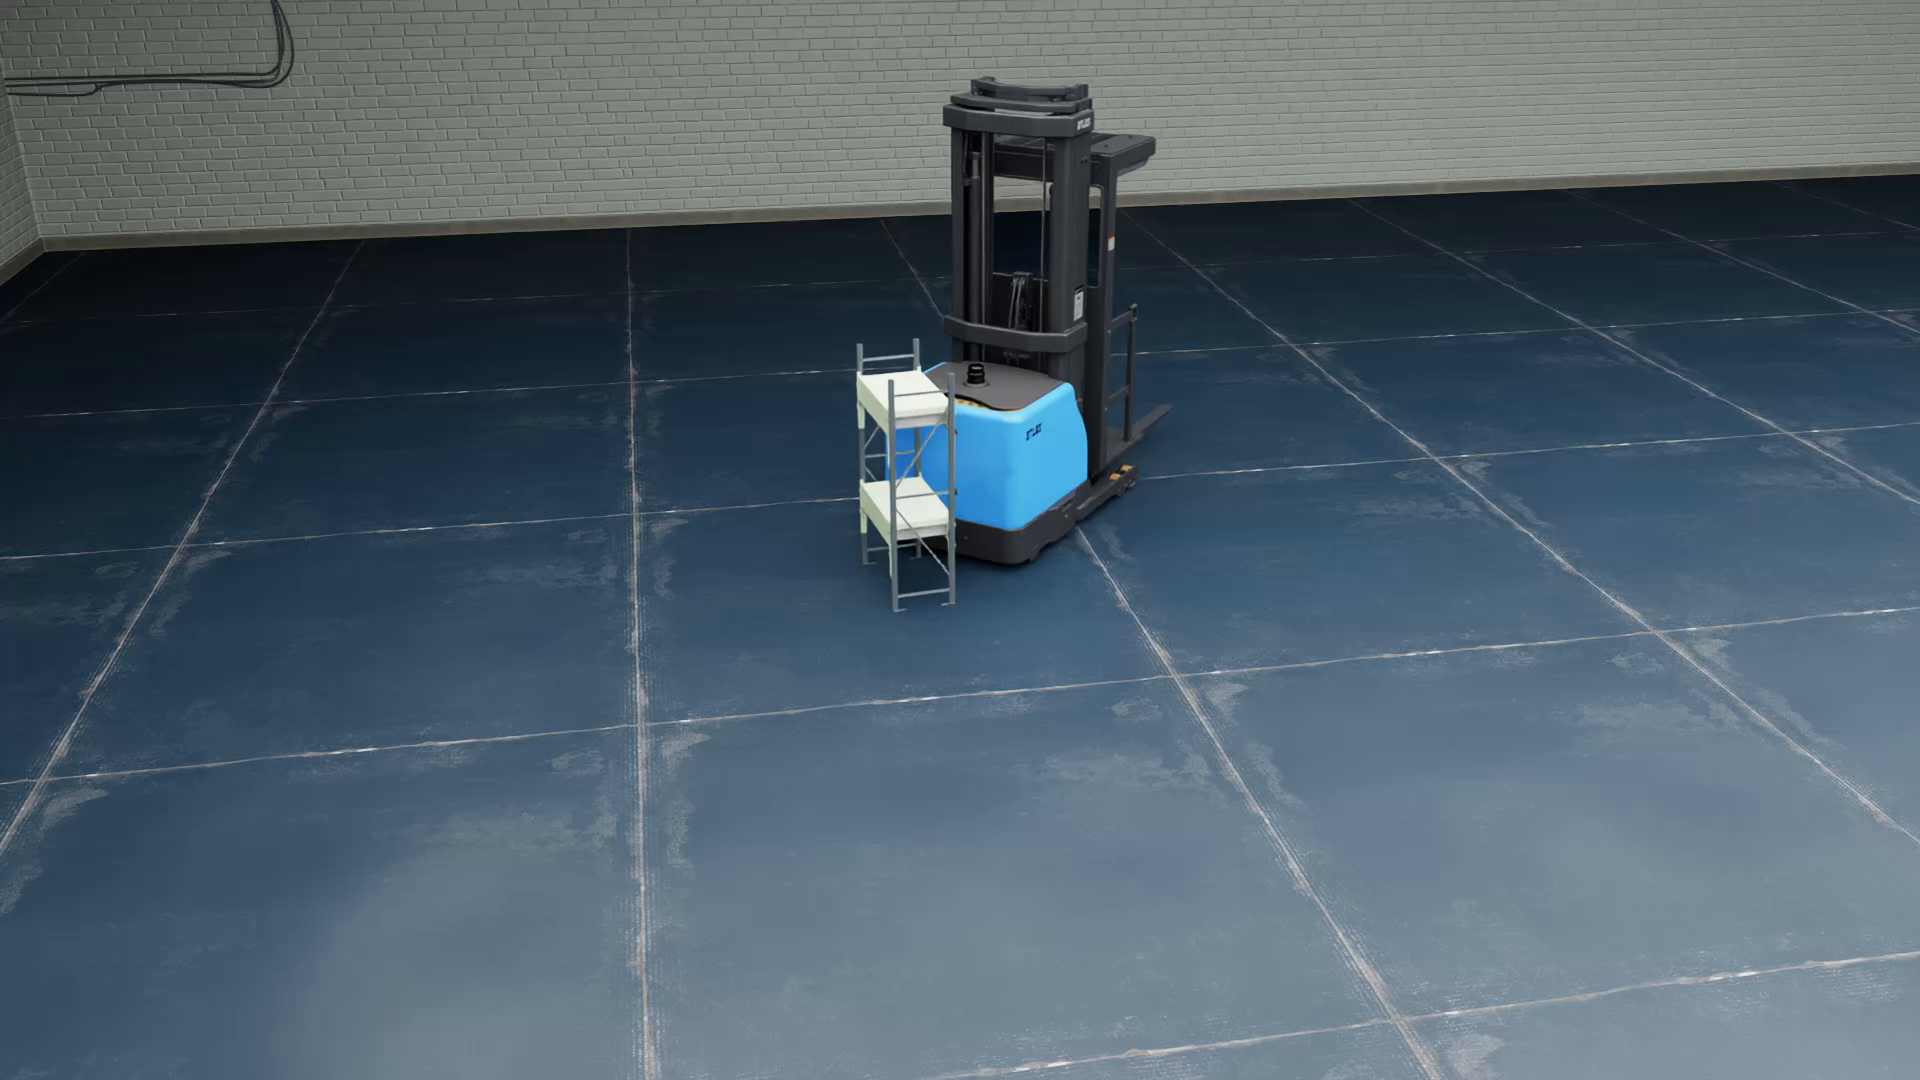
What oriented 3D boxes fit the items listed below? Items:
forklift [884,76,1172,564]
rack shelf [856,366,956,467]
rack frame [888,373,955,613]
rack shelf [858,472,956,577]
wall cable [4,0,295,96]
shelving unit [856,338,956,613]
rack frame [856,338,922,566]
[{"bbox_3d":[0.647,-1.735,11.561,1.130,2.935,3.031,13,27,26],"label":"forklift"},{"bbox_3d":[-0.337,-0.763,10.148,0.431,0.370,0.720,-7,25,-16],"label":"rack shelf"},{"bbox_3d":[-0.226,-0.266,9.985,0.400,1.500,0.023,-7,25,-16],"label":"rack frame"},{"bbox_3d":[-0.337,-0.107,10.435,0.431,0.370,0.720,-7,25,-16],"label":"rack shelf"},{"bbox_3d":[-8.846,-6.032,17.697,3.097,2.526,0.112,-4,24,-10],"label":"wall cable"},{"bbox_3d":[-0.337,-0.405,10.304,0.431,1.500,0.755,-7,25,-16],"label":"shelving unit"},{"bbox_3d":[-0.448,-0.545,10.624,0.400,1.500,0.023,-7,25,-16],"label":"rack frame"}]
